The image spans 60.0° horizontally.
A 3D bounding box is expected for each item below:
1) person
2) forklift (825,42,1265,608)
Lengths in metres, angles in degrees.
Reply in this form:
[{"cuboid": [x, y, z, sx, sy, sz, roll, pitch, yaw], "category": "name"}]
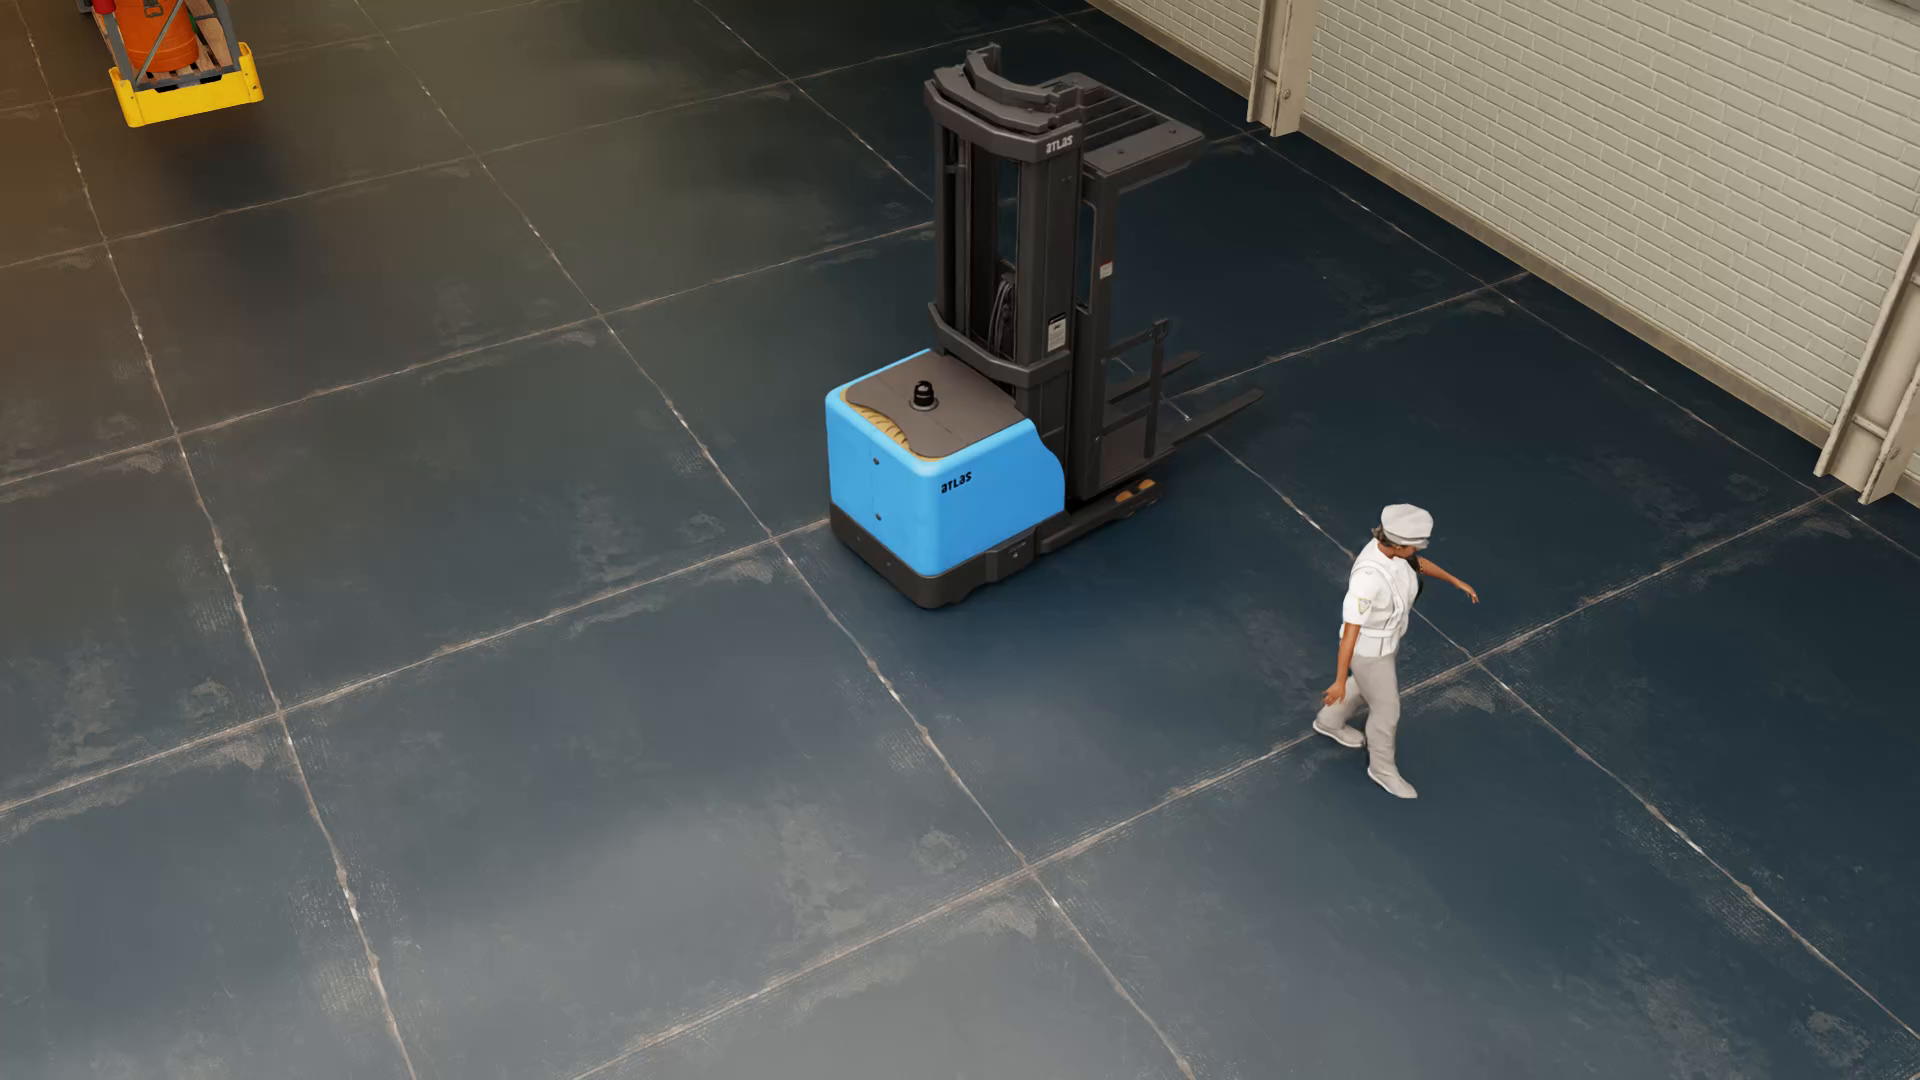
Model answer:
[{"cuboid": [2.168, 0.571, 8.398, 0.657, 1.667, 0.919, 21, 44, 24], "category": "person"}, {"cuboid": [0.664, -1.509, 9.856, 3.031, 2.935, 1.130, -27, 47, -29], "category": "forklift"}]
